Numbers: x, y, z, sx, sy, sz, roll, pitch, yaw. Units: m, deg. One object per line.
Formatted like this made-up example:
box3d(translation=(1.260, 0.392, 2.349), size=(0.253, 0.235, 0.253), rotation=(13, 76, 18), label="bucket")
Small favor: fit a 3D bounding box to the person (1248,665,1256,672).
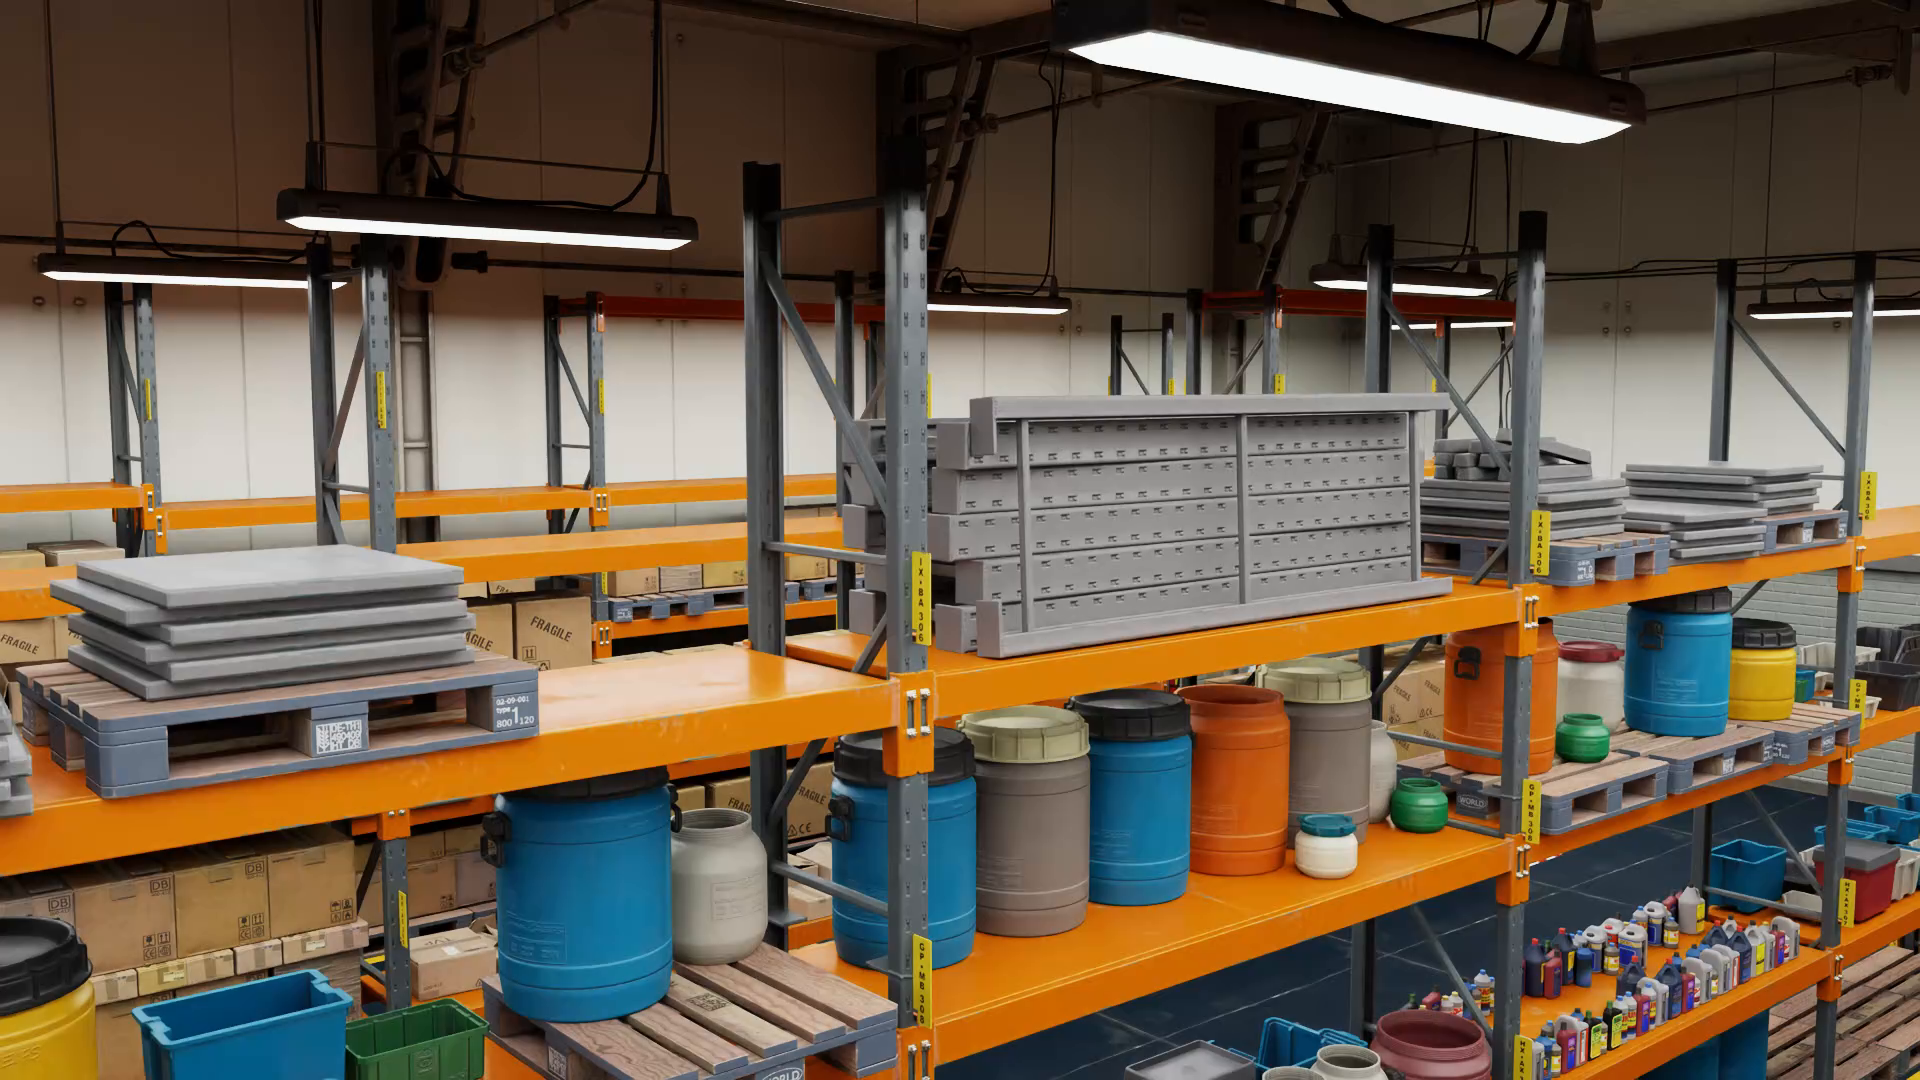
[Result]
box3d(translation=(3.911, 2.208, 21.755), size=(0.611, 1.763, 0.637), rotation=(2, 6, 20), label="person")
